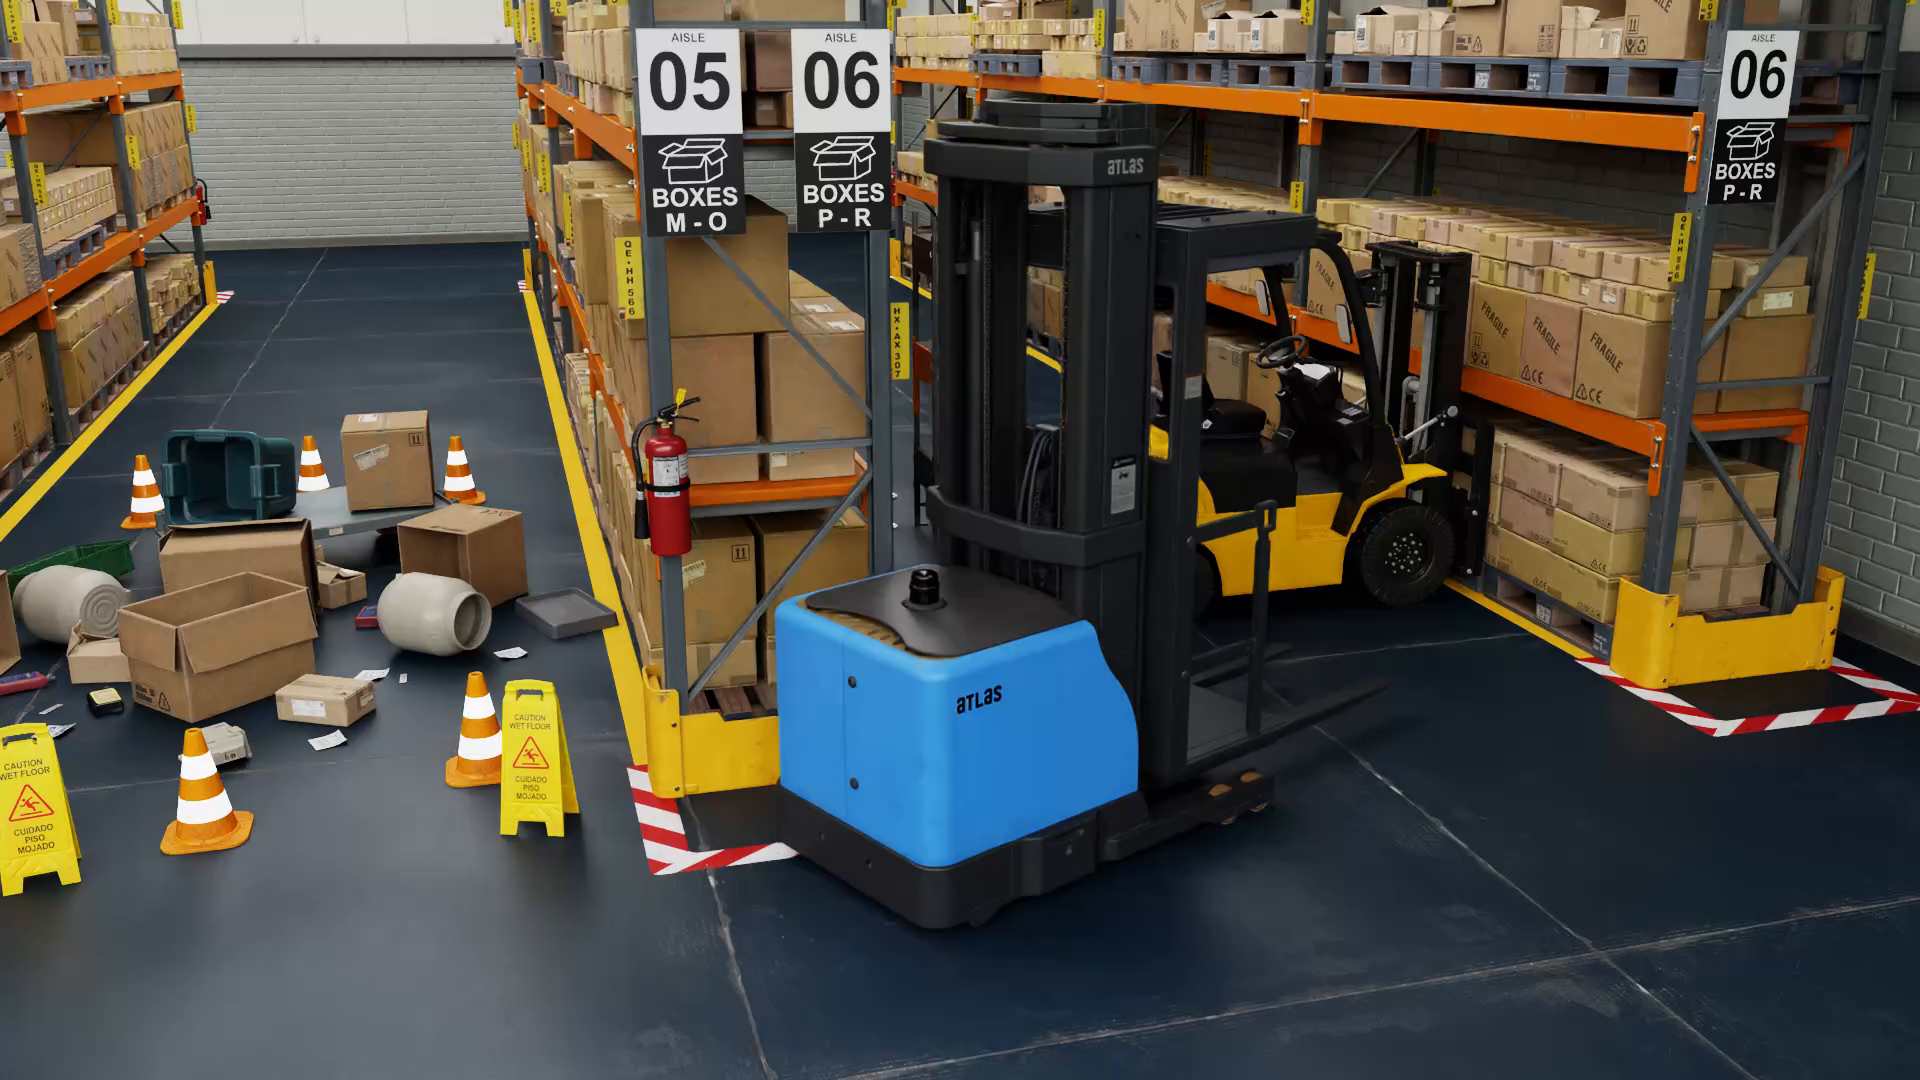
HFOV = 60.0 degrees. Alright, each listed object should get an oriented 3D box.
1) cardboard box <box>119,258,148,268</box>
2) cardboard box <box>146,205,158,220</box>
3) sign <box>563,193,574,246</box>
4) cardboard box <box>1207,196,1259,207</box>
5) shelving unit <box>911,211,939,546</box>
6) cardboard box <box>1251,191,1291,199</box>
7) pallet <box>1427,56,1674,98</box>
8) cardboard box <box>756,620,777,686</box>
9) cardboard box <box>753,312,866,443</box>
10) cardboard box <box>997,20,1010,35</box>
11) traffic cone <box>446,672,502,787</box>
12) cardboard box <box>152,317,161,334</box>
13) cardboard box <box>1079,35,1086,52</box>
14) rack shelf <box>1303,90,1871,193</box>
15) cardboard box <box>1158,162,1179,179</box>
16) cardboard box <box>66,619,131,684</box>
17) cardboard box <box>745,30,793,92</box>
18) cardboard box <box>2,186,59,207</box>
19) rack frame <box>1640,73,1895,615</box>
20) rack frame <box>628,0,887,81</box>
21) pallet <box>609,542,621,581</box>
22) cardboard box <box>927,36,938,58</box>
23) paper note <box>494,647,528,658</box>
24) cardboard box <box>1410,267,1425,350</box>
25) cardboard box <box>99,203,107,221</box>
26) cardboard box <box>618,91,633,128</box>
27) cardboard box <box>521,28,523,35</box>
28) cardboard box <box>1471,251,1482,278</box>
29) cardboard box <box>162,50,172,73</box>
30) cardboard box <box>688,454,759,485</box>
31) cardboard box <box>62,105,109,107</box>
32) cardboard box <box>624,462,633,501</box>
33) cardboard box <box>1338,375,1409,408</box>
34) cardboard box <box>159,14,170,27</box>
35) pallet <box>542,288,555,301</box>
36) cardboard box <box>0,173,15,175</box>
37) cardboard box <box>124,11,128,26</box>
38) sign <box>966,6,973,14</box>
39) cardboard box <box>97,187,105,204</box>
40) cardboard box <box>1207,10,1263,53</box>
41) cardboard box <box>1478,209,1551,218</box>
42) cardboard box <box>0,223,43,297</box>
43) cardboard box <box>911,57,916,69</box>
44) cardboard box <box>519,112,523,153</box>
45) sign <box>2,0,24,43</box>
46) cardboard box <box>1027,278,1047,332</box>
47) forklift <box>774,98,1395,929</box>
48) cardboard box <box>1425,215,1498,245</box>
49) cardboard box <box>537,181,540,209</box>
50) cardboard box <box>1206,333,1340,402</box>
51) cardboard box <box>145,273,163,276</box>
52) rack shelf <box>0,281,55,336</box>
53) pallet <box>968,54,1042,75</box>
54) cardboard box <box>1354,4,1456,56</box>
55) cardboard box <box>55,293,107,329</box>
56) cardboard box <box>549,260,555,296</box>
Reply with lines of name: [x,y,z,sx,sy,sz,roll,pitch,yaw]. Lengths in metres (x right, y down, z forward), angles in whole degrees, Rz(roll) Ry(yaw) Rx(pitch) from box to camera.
cardboard box: [-9.905,-3.272,19.821,0.380,0.149,0.250,-4,17,-14]
cardboard box: [-8.920,-3.553,18.002,0.380,0.149,0.250,-4,17,-14]
sign: [-2.417,-1.999,10.380,0.100,0.325,0.005,-5,17,-15]
cardboard box: [2.200,-2.669,13.323,0.380,0.149,0.250,-5,17,-15]
shelving unit: [-0.045,-1.051,10.802,0.431,2.100,0.503,-5,17,-15]
cardboard box: [2.623,-2.781,13.695,0.380,0.149,0.250,-5,17,-15]
pallet: [3.478,-2.706,9.687,1.003,0.211,1.213,-5,17,-15]
cardboard box: [-0.741,0.488,8.164,0.500,0.250,0.500,-5,17,-16]
cardboard box: [-0.649,-0.726,7.465,0.500,0.500,0.500,-5,17,-16]
cardboard box: [0.616,-5.475,17.768,0.380,0.149,0.250,-5,17,-16]
traffic cone: [-2.144,0.815,7.434,0.336,0.463,0.334,-5,17,-15]
cardboard box: [-8.606,-2.245,17.437,0.380,0.149,0.250,-5,18,-18]
cardboard box: [1.359,-4.772,15.978,0.380,0.149,0.250,-4,17,-14]
rack shelf: [3.437,-2.422,9.836,1.077,0.370,4.000,-5,17,-15]
cardboard box: [1.797,-3.393,16.130,0.500,0.500,0.500,-4,17,-13]
cardboard box: [-4.373,0.569,8.596,0.396,0.266,0.258,-2,17,-6]
cardboard box: [-0.667,-2.050,7.093,0.500,0.250,0.500,-5,17,-16]
cardboard box: [-7.868,-2.901,14.068,0.380,0.149,0.250,-5,18,-18]
rack frame: [3.986,-0.776,8.323,1.000,3.000,0.127,-5,17,-15]
rack frame: [-0.785,-3.256,6.150,1.000,3.000,0.127,-5,17,-15]
pallet: [-1.666,0.029,10.488,1.003,0.211,1.213,-5,17,-15]
cardboard box: [-0.099,-6.142,20.716,0.500,0.250,0.500,-5,17,-16]
paper note: [-2.401,0.600,8.901,0.142,0.019,0.148,-12,20,-34]
cardboard box: [3.057,-1.505,10.573,0.500,0.500,0.500,-5,17,-16]
cardboard box: [-8.377,-3.129,15.860,0.380,0.149,0.250,-5,17,-15]
cardboard box: [-1.252,-1.842,7.093,0.380,0.149,0.250,-5,17,-15]
cardboard box: [-4.282,-5.110,17.038,0.396,0.266,0.258,-5,17,-16]
cardboard box: [3.264,-1.638,9.889,0.380,0.149,0.250,-5,17,-16]
cardboard box: [-9.387,-5.509,19.123,0.500,0.250,0.500,-5,17,-15]
cardboard box: [-1.094,-0.349,7.337,0.380,0.149,0.250,-4,17,-13]
cardboard box: [-9.780,-4.629,18.718,0.500,0.500,0.500,-5,17,-16]
cardboard box: [-1.488,-0.304,8.369,0.380,0.149,0.250,-4,17,-14]
cardboard box: [2.849,-0.945,11.196,0.500,0.250,0.500,-5,17,-15]
cardboard box: [-9.540,-6.116,19.583,0.380,0.149,0.250,-5,17,-16]
pallet: [-4.556,-2.921,20.311,1.003,0.211,1.213,-5,17,-15]
cardboard box: [-8.998,-3.356,15.582,0.380,0.149,0.250,-5,17,-15]
cardboard box: [-8.946,-5.466,17.419,0.380,0.149,0.250,-5,18,-17]
sign: [0.128,-7.101,22.625,0.100,0.325,0.005,-5,17,-15]
cardboard box: [-8.377,-3.270,15.814,0.380,0.149,0.250,-4,17,-13]
cardboard box: [2.243,-3.919,12.822,0.500,0.311,0.500,-5,18,-17]
cardboard box: [3.561,-2.037,10.701,0.380,0.149,0.250,-5,17,-16]
cardboard box: [-7.333,-2.121,12.625,0.500,0.500,0.500,-5,17,-15]
cardboard box: [-0.426,-6.192,21.574,0.380,0.149,0.250,-4,17,-14]
cardboard box: [-5.176,-5.038,20.597,0.500,0.500,0.500,-5,17,-17]
sign: [-7.180,-3.940,12.605,0.100,0.325,0.005,-5,17,-15]
cardboard box: [1.030,-2.519,17.740,0.500,0.500,0.500,-5,18,-17]
forklift: [0.715,-0.312,6.895,3.031,2.935,1.130,-14,22,-38]
cardboard box: [3.120,-1.922,10.319,0.380,0.149,0.250,-5,17,-15]
cardboard box: [-3.950,-3.442,16.589,0.500,0.250,0.500,-4,17,-15]
cardboard box: [2.527,-1.305,13.482,0.875,0.625,0.625,-5,17,-16]
cardboard box: [-9.085,-2.878,18.511,0.380,0.149,0.250,-5,18,-18]
rack shelf: [-7.166,-1.279,11.246,1.077,0.370,4.000,-5,17,-15]
pallet: [0.800,-5.256,18.349,1.213,0.211,1.003,-5,17,-15]
cardboard box: [2.881,-3.276,10.682,0.500,0.311,0.500,-4,17,-14]
cardboard box: [-7.935,-2.028,14.800,0.500,0.250,0.500,-5,17,-15]
cardboard box: [-4.399,-3.106,19.802,0.875,0.438,0.875,-5,17,-17]
